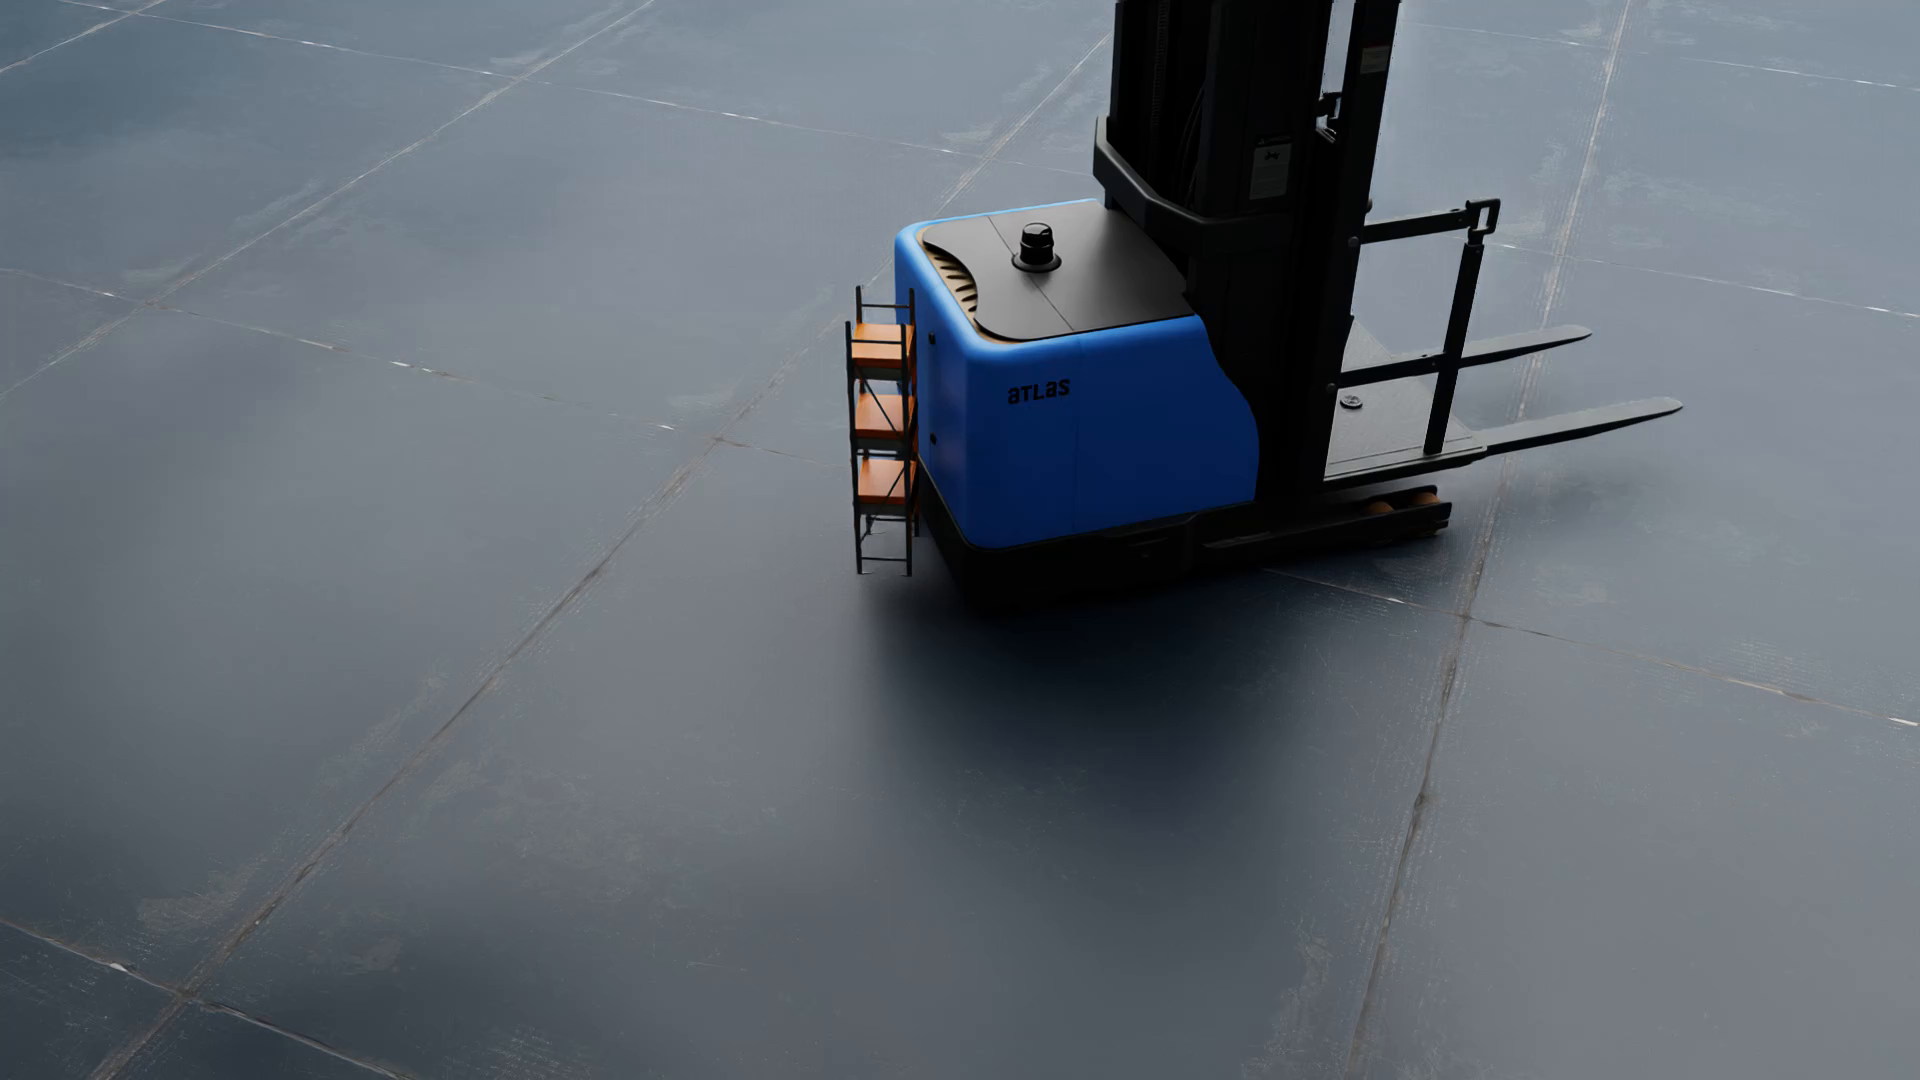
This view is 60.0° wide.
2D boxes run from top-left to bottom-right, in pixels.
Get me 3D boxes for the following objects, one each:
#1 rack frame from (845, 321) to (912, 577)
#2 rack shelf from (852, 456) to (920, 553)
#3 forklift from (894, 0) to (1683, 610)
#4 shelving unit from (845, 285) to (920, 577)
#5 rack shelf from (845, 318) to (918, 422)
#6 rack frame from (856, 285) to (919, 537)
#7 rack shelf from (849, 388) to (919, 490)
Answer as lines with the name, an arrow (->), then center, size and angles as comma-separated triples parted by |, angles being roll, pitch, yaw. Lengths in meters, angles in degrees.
rack frame -> -0.276, -0.292, 5.764 | 0.200, 1.050, 0.008 | 3, 37, 4
rack shelf -> -0.265, -0.134, 6.034 | 0.215, 0.259, 0.240 | 3, 37, 4
forklift -> 1.324, -1.441, 5.729 | 3.031, 2.935, 1.130 | -11, 38, -14
shelving unit -> -0.265, -0.365, 5.861 | 0.215, 1.050, 0.252 | 3, 37, 4
rack shelf -> -0.266, -0.584, 5.698 | 0.215, 0.259, 0.240 | 3, 37, 4
rack frame -> -0.254, -0.438, 5.958 | 0.200, 1.050, 0.008 | 3, 37, 4
rack shelf -> -0.265, -0.357, 5.867 | 0.215, 0.259, 0.240 | 3, 37, 4
